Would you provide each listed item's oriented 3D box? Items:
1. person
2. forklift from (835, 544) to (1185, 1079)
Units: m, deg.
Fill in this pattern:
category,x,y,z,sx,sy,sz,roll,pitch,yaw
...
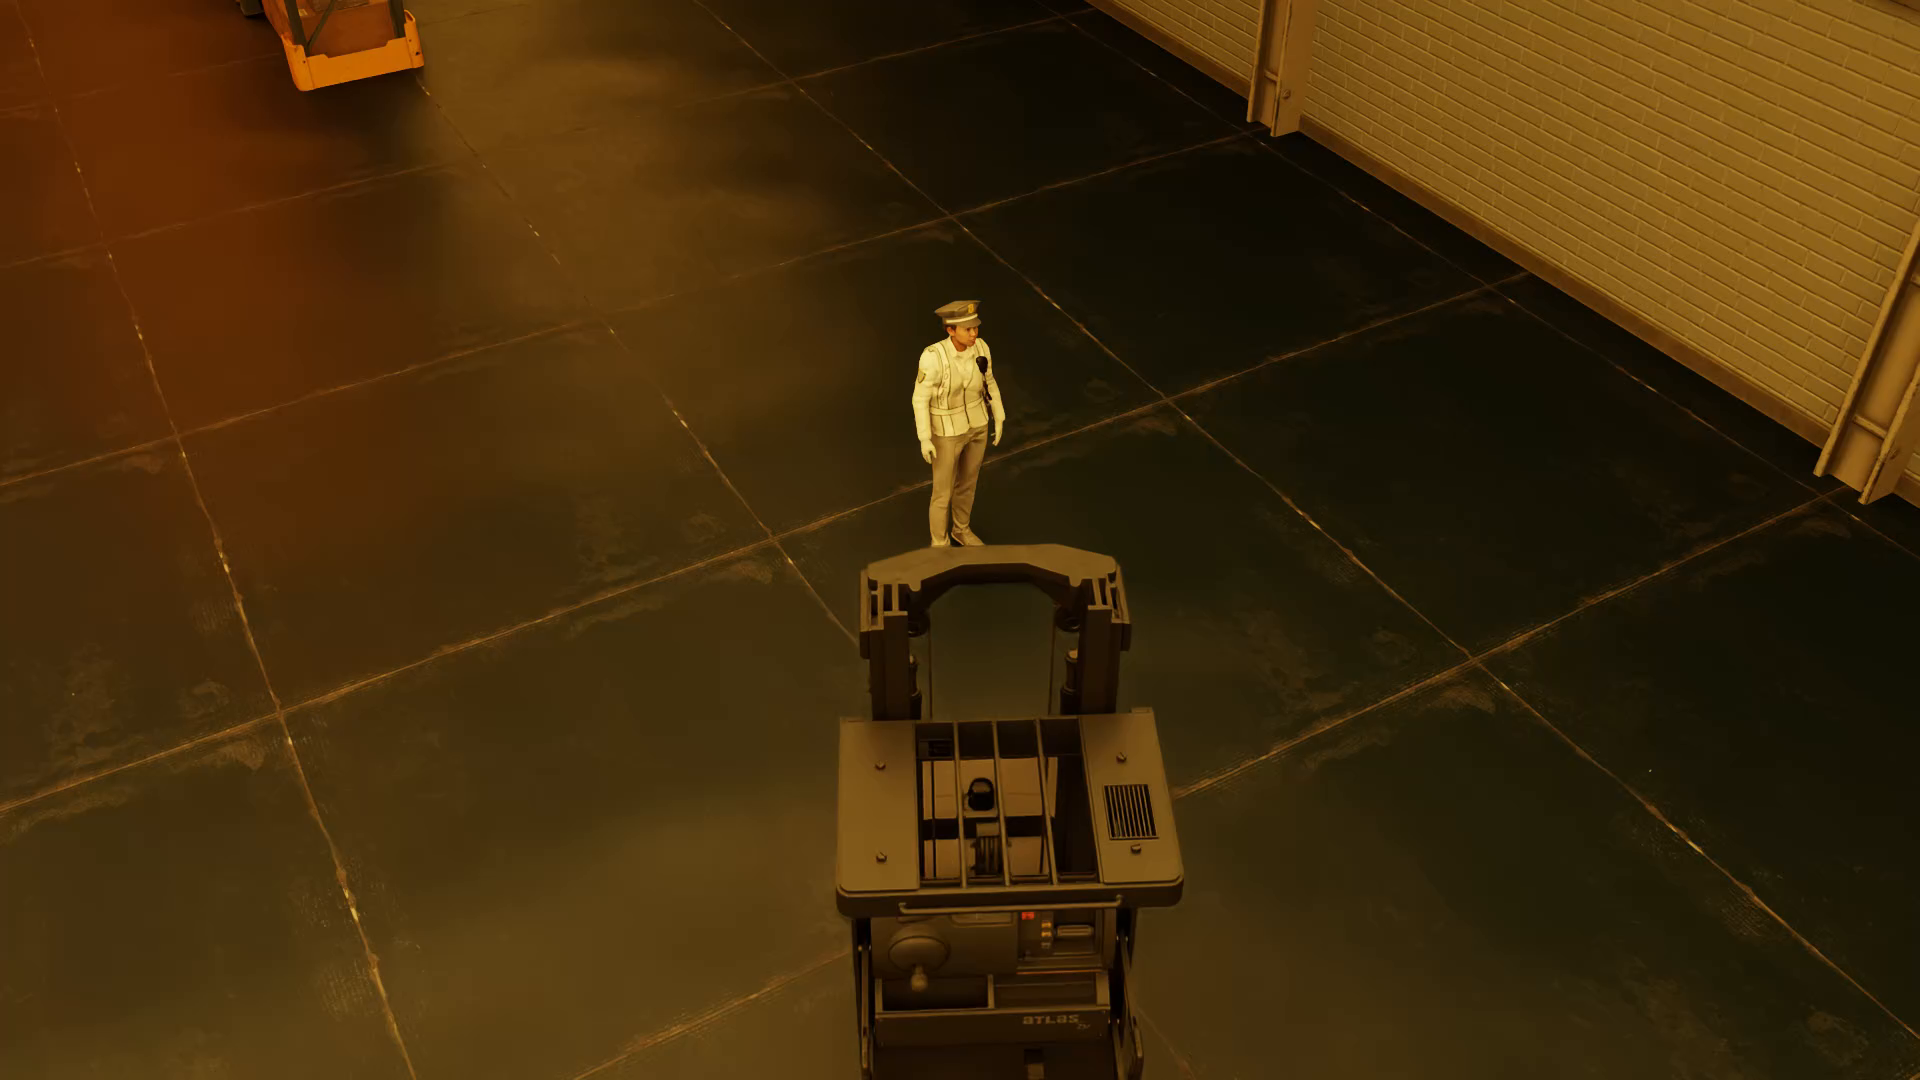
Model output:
category,x,y,z,sx,sy,sz,roll,pitch,yaw
person,0.028,-0.617,9.738,0.586,1.694,0.530,-20,44,-23
forklift,0.139,1.577,6.135,1.130,2.935,3.031,-2,40,-2
